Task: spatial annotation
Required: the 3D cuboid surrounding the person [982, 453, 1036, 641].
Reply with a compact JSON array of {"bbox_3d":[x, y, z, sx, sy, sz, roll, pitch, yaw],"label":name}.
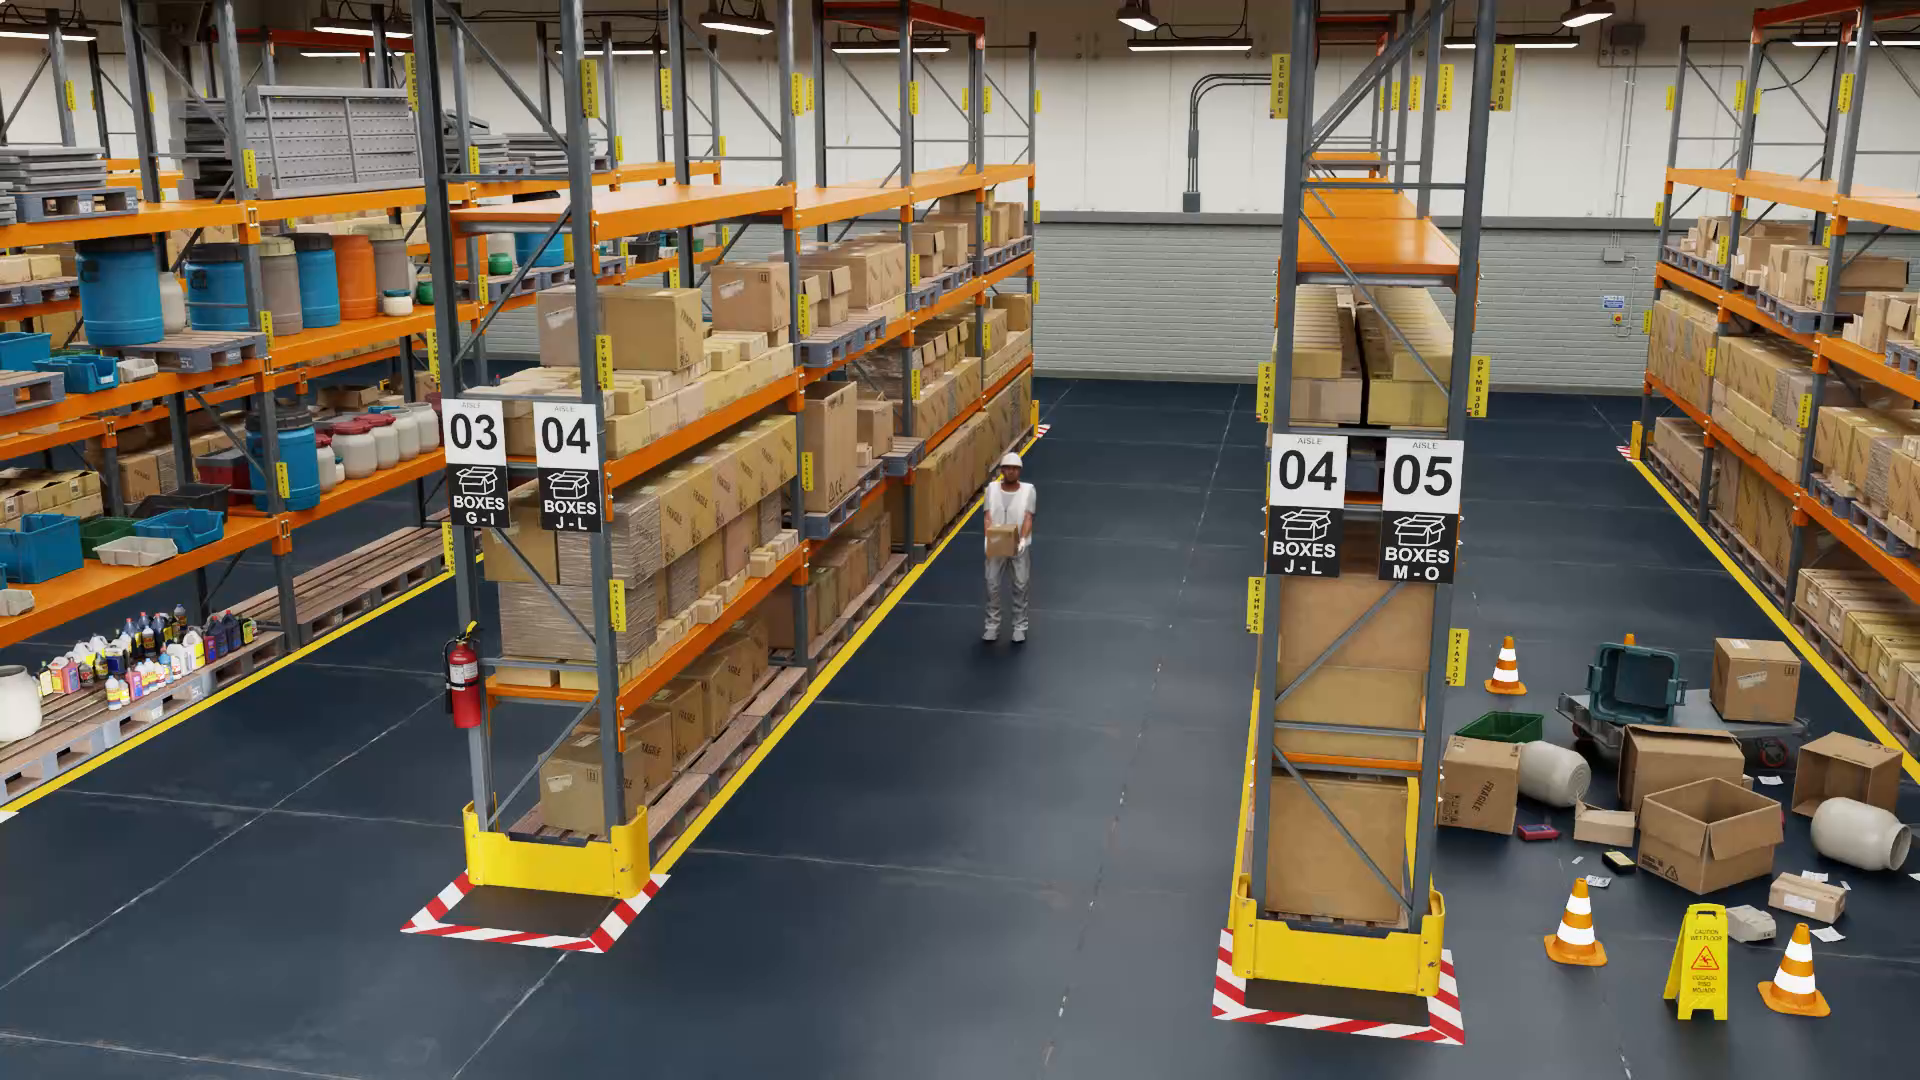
[{"bbox_3d":[0.451,0.089,15.624,0.497,1.785,0.572,2,15,7],"label":"person"}]
